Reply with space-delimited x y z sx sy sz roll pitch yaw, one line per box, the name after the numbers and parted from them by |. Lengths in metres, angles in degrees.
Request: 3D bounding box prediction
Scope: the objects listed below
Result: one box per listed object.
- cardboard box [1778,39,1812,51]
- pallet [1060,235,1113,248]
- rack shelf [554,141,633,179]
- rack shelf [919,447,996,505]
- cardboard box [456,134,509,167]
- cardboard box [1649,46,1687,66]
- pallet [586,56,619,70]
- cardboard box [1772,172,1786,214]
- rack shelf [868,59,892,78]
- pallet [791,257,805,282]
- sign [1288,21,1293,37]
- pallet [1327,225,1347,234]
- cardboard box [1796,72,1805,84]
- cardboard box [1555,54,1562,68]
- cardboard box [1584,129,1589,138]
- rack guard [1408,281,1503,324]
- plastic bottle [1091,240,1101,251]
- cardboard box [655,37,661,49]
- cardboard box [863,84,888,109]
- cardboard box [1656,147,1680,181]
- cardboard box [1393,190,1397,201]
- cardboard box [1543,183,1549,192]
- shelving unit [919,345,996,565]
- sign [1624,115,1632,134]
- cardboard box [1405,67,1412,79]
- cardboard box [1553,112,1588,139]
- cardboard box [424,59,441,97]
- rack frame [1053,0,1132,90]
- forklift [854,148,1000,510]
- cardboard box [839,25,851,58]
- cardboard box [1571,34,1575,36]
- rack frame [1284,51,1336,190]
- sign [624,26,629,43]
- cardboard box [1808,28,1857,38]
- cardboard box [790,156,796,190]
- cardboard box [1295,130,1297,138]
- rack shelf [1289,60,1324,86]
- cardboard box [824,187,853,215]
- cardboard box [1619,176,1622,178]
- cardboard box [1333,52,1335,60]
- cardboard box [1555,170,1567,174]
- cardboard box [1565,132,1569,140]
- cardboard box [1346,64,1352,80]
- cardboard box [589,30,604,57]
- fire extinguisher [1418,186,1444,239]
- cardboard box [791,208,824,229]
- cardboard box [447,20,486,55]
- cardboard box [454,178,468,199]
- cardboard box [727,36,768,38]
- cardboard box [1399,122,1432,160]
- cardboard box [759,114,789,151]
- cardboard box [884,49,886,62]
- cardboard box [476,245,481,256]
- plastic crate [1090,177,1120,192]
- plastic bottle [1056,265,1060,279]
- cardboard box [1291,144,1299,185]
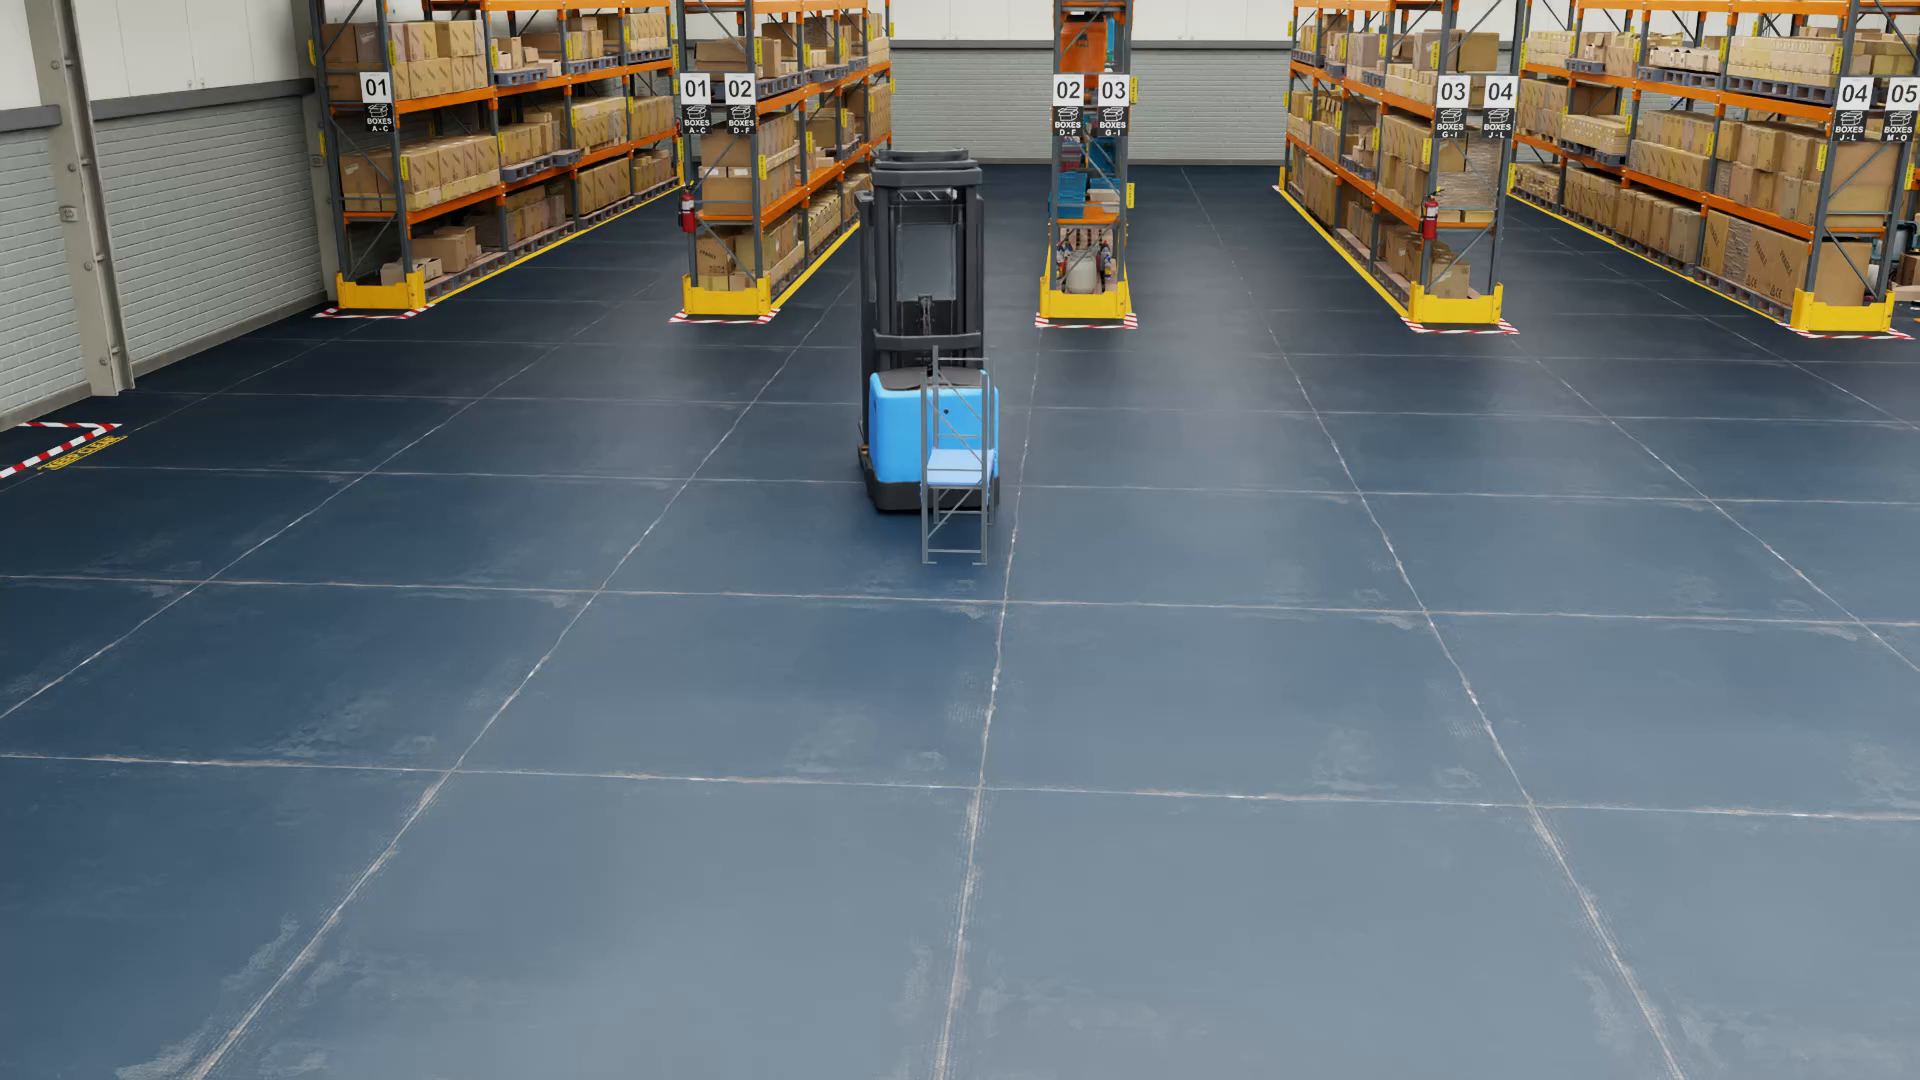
11.397 -6.743 22.655 0.380 0.149 0.250 1 18 4 | cardboard box
2.111 -5.020 28.403 1.003 0.211 1.213 1 18 4 | pallet
-7.443 -7.463 32.536 1.077 0.370 4.000 1 18 4 | rack shelf
-0.006 -0.515 13.165 0.538 0.185 1.000 1 18 4 | rack shelf
-7.803 -6.355 27.133 0.700 0.500 0.500 1 18 4 | cardboard box
11.904 -8.120 27.877 0.500 0.311 0.500 1 18 4 | cardboard box
-7.316 -9.474 33.010 0.805 0.209 1.217 1 18 2 | pallet
11.766 -4.755 22.876 0.875 0.550 0.550 1 18 4 | cardboard box
-2.215 -10.021 35.526 1.077 0.370 4.000 1 18 4 | rack shelf
-3.031 -4.261 26.086 1.003 0.211 1.213 1 18 4 | pallet
7.256 -11.229 36.527 0.100 0.325 0.005 1 18 4 | sign
7.367 -5.770 30.692 1.003 0.211 1.213 1 18 4 | pallet
11.343 -6.125 22.051 0.380 0.149 0.250 1 18 4 | cardboard box
12.275 -9.619 33.386 0.500 0.250 0.500 1 18 4 | cardboard box
11.865 -7.576 30.977 0.380 0.149 0.250 1 18 3 | cardboard box
6.667 -3.203 22.395 1.175 0.500 0.348 1 18 4 | rack guard
2.106 -4.467 25.786 0.144 0.351 0.185 1 18 4 | plastic bottle
-6.837 -10.874 36.381 0.500 0.250 0.500 1 18 2 | cardboard box
-1.865 -9.780 36.686 0.500 0.500 0.500 2 18 5 | cardboard box
11.766 -6.154 27.228 0.500 0.500 0.500 1 18 3 | cardboard box
6.568 -5.041 24.394 0.380 0.149 0.250 1 18 4 | cardboard box
12.176 -7.211 34.039 0.380 0.149 0.250 1 18 2 | cardboard box
-0.006 -0.686 13.109 0.538 1.500 1.048 1 18 4 | shelving unit
11.633 -7.231 28.942 0.100 0.325 0.005 1 18 4 | sign
6.562 -6.653 23.693 0.380 0.149 0.250 1 18 3 | cardboard box
12.215 -8.297 33.290 0.500 0.500 0.500 1 18 4 | cardboard box
-7.779 -6.607 23.759 0.500 0.500 0.500 2 18 6 | cardboard box
1.722 -7.328 21.337 1.000 3.000 0.127 1 18 4 | rack frame
-0.364 -2.060 15.002 1.130 2.935 3.031 -2 18 -7 | forklift
-2.468 -9.882 32.950 0.600 0.600 0.600 0 18 -1 | cardboard box
12.212 -9.836 32.605 0.380 0.149 0.250 0 18 1 | cardboard box
7.809 -9.336 37.099 1.000 3.000 0.127 1 18 4 | rack frame
-6.758 -10.237 33.695 0.100 0.325 0.005 1 18 4 | sign
17.471 -10.014 33.349 0.797 0.503 0.637 3 18 8 | cardboard box
-2.957 -5.741 25.967 0.700 0.500 0.500 1 18 2 | cardboard box
7.345 -8.636 35.366 0.380 0.149 0.250 1 18 3 | cardboard box
7.666 -9.799 34.848 1.077 0.370 4.000 1 18 4 | rack shelf
-2.296 -6.393 31.424 0.500 0.500 0.500 1 18 2 | cardboard box
12.551 -6.597 30.875 0.500 0.250 0.500 1 18 4 | cardboard box
7.266 -9.141 31.413 0.380 0.149 0.250 1 18 2 | cardboard box
12.822 -7.749 35.202 0.380 0.149 0.250 1 18 2 | cardboard box
11.961 -7.834 32.242 0.380 0.149 0.250 2 18 5 | cardboard box
6.948 -8.066 28.644 0.500 0.250 0.500 2 18 5 | cardboard box
-7.472 -9.837 32.942 0.700 0.500 0.500 0 18 1 | cardboard box
6.194 -4.305 21.868 0.296 0.674 0.183 1 18 4 | fire extinguisher
-2.577 -5.430 28.018 0.500 0.311 0.500 1 18 2 | cardboard box
-7.639 -7.737 25.602 0.500 0.500 0.500 0 18 -1 | cardboard box
-7.704 -5.258 24.861 0.500 0.250 0.500 1 18 4 | cardboard box
-3.231 -7.420 25.374 0.500 0.500 0.500 3 18 8 | cardboard box
6.567 -5.673 23.675 0.500 0.500 0.500 1 18 4 | cardboard box
-2.992 -6.201 25.285 0.700 0.500 0.500 1 18 4 | cardboard box
-1.892 -10.592 36.355 0.500 0.250 0.500 1 18 4 | cardboard box
-7.882 -4.637 26.601 0.380 0.166 0.250 -1 18 -3 | cardboard box
2.200 -5.299 25.018 0.499 0.251 0.616 1 18 4 | plastic crate
1.416 -3.937 24.409 0.097 0.201 0.097 0 18 0 | plastic bottle
7.843 -8.326 36.752 0.875 0.875 0.875 1 18 4 | cardboard box
